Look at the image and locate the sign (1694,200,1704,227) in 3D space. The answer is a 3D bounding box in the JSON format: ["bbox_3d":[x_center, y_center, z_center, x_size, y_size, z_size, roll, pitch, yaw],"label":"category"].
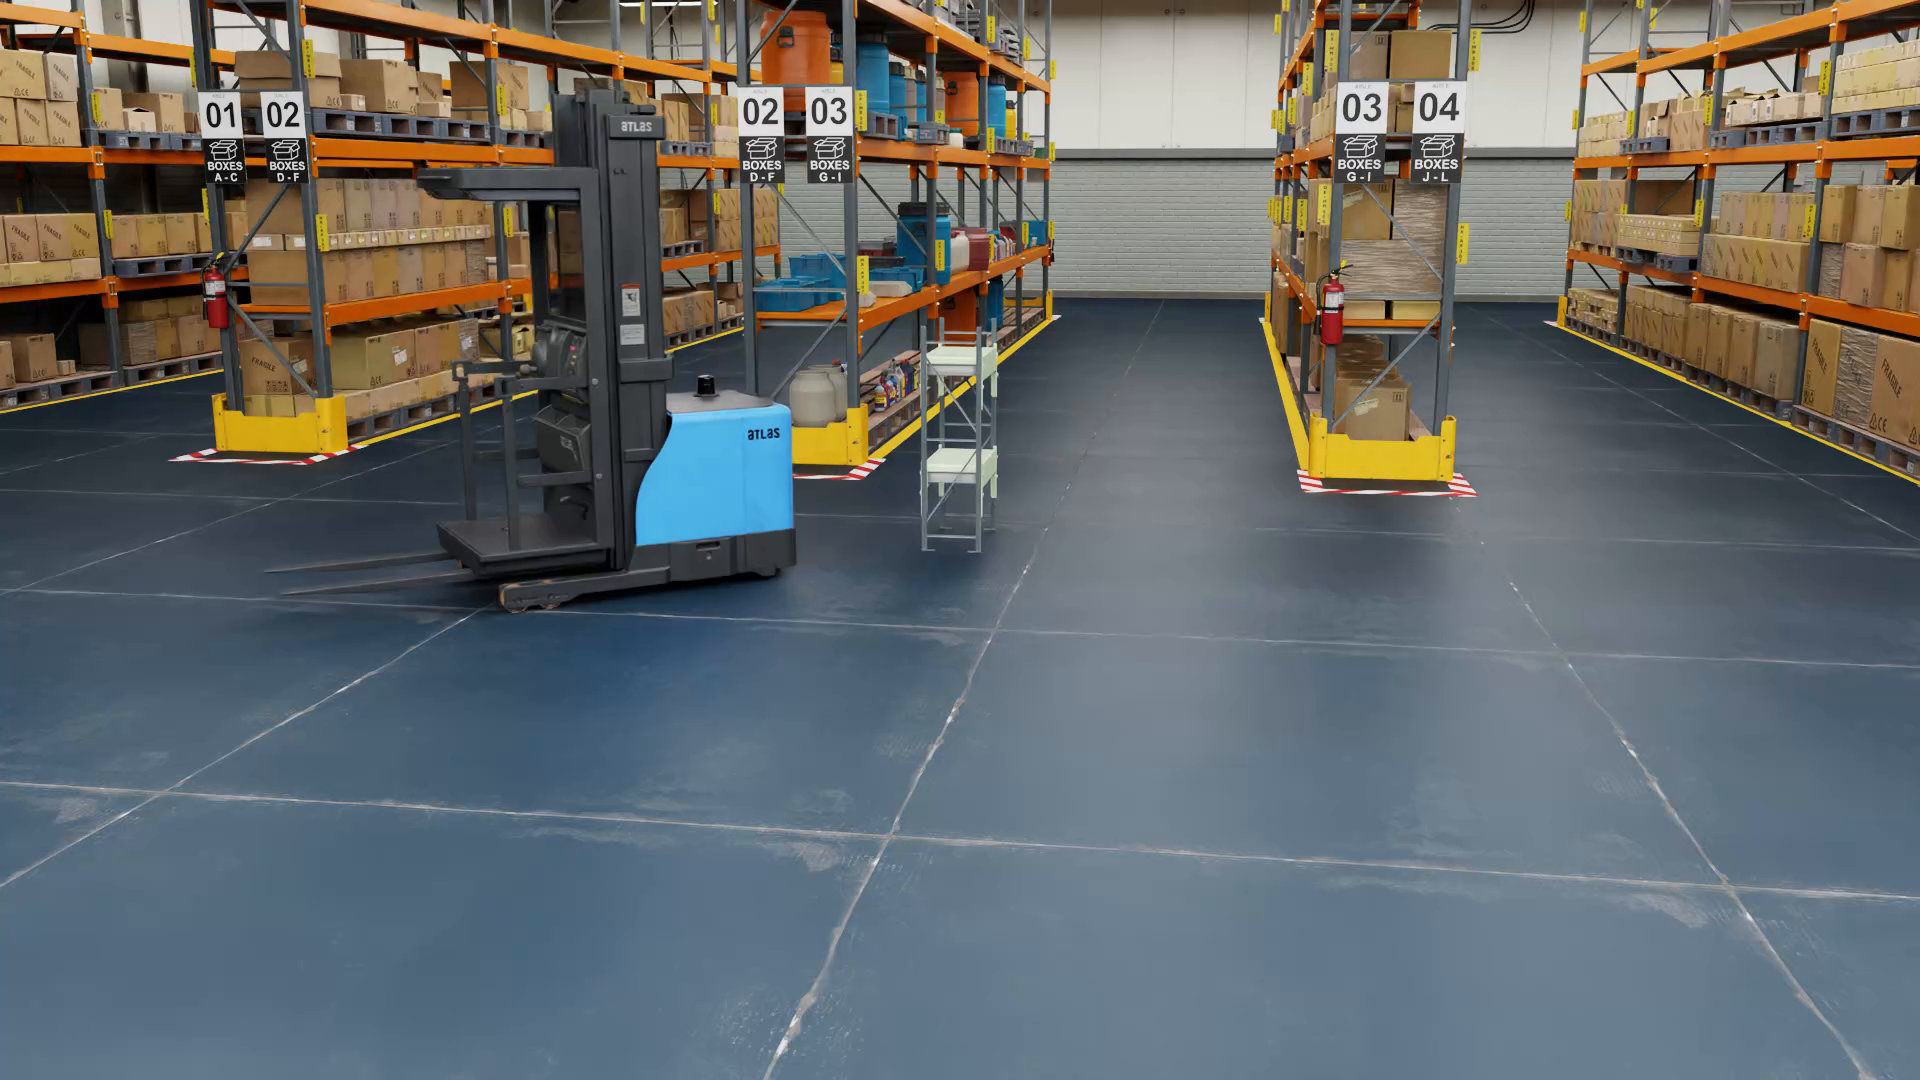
[{"bbox_3d":[9.097,-4.018,20.458,0.100,0.325,0.005,2,12,9],"label":"sign"}]

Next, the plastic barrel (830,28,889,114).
[{"bbox_3d":[-1.019,-4.698,16.865,0.600,0.901,0.708,2,12,9],"label":"plastic barrel"}]

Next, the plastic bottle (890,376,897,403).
[{"bbox_3d":[-0.689,-1.535,16.929,0.097,0.271,0.097,0,12,0],"label":"plastic bottle"}]

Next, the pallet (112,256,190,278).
[{"bbox_3d":[-10.288,-3.366,20.450,1.003,0.211,1.213,2,12,9],"label":"pallet"}]

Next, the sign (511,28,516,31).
[{"bbox_3d":[-8.170,-9.211,30.470,0.100,0.325,0.005,2,12,9],"label":"sign"}]

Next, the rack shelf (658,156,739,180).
[{"bbox_3d":[-4.116,-6.342,28.391,1.077,0.370,4.000,2,12,9],"label":"rack shelf"}]

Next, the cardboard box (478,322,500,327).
[{"bbox_3d":[-5.801,-2.483,20.096,0.500,0.311,0.500,2,12,10],"label":"cardboard box"}]

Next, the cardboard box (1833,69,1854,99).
[{"bbox_3d":[8.668,-4.342,15.819,0.500,0.250,0.500,2,12,9],"label":"cardboard box"}]

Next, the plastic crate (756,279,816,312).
[{"bbox_3d":[-1.594,-2.193,14.904,0.499,0.251,0.616,2,12,9],"label":"plastic crate"}]

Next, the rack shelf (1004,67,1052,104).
[{"bbox_3d":[0.778,-7.452,27.369,1.077,0.370,4.000,2,12,9],"label":"rack shelf"}]

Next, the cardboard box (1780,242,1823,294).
[{"bbox_3d":[8.835,-2.809,17.169,0.500,0.500,0.500,2,12,8],"label":"cardboard box"}]

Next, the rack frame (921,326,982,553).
[{"bbox_3d":[-0.057,-0.656,10.975,0.400,1.500,0.023,2,12,9],"label":"rack frame"}]

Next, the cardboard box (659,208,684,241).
[{"bbox_3d":[-4.717,-4.974,26.220,0.700,0.500,0.500,-2,12,-10],"label":"cardboard box"}]

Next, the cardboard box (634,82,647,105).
[{"bbox_3d":[-4.809,-6.286,23.809,0.500,0.500,0.500,2,12,9],"label":"cardboard box"}]

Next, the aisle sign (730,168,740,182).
[{"bbox_3d":[-4.088,-6.939,30.399,0.394,0.787,0.004,2,12,9],"label":"aisle sign"}]

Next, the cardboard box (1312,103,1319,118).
[{"bbox_3d":[3.779,-4.355,16.869,0.380,0.149,0.250,2,12,7],"label":"cardboard box"}]

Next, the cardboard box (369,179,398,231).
[{"bbox_3d":[-6.024,-3.319,16.457,0.700,0.500,0.500,2,12,9],"label":"cardboard box"}]

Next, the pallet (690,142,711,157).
[{"bbox_3d":[-4.593,-6.052,25.784,1.213,0.211,1.003,2,12,9],"label":"pallet"}]

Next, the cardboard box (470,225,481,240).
[{"bbox_3d":[-5.524,-3.397,18.360,0.380,0.149,0.250,2,12,7],"label":"cardboard box"}]

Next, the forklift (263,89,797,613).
[{"bbox_3d":[-2.561,-1.140,9.827,3.031,2.935,1.130,-7,14,-29],"label":"forklift"}]

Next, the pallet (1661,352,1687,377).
[{"bbox_3d":[9.756,-2.275,21.548,1.003,0.211,1.213,2,12,9],"label":"pallet"}]

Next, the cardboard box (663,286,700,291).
[{"bbox_3d":[-4.616,-3.932,27.509,0.500,0.500,0.500,2,12,9],"label":"cardboard box"}]

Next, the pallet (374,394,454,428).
[{"bbox_3d":[-6.003,-1.364,17.322,1.003,0.211,1.213,2,12,9],"label":"pallet"}]

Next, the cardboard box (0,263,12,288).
[{"bbox_3d":[-10.546,-2.820,17.769,0.500,0.250,0.500,2,12,9],"label":"cardboard box"}]

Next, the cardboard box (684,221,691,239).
[{"bbox_3d":[-4.600,-4.973,27.210,0.500,0.500,0.500,2,12,10],"label":"cardboard box"}]

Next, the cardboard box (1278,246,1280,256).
[{"bbox_3d":[5.088,-4.441,25.576,0.380,0.149,0.250,2,12,9],"label":"cardboard box"}]

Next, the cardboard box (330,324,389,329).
[{"bbox_3d":[-6.263,-1.975,17.288,0.500,0.500,0.500,2,12,9],"label":"cardboard box"}]

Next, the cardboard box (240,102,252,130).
[{"bbox_3d":[-9.918,-5.970,23.672,0.700,0.500,0.500,1,12,4],"label":"cardboard box"}]

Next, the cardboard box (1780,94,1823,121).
[{"bbox_3d":[8.992,-4.554,17.506,0.500,0.250,0.500,2,12,8],"label":"cardboard box"}]

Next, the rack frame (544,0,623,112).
[{"bbox_3d":[-5.039,-6.911,22.203,1.000,3.000,0.127,2,12,9],"label":"rack frame"}]

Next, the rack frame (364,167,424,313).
[{"bbox_3d":[-9.319,-4.971,27.440,1.000,3.000,0.127,2,12,9],"label":"rack frame"}]

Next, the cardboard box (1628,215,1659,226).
[{"bbox_3d":[9.656,-4.503,23.454,0.380,0.149,0.250,2,12,9],"label":"cardboard box"}]

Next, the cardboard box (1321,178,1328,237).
[{"bbox_3d":[3.430,-2.902,14.520,0.500,0.500,0.500,2,12,9],"label":"cardboard box"}]

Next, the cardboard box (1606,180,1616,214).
[{"bbox_3d":[10.129,-5.205,25.211,0.500,0.500,0.500,1,12,7],"label":"cardboard box"}]

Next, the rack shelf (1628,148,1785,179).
[{"bbox_3d":[9.942,-5.006,22.191,1.077,0.370,4.000,2,12,9],"label":"rack shelf"}]

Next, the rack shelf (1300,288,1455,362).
[{"bbox_3d":[3.826,-2.056,15.623,1.077,0.370,4.000,2,12,9],"label":"rack shelf"}]

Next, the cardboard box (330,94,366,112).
[{"bbox_3d":[-5.914,-4.170,15.869,0.380,0.149,0.250,2,12,9],"label":"cardboard box"}]

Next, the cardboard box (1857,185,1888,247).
[{"bbox_3d":[8.740,-2.942,15.105,0.875,0.550,0.550,2,12,9],"label":"cardboard box"}]

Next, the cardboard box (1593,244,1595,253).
[{"bbox_3d":[10.302,-4.635,26.475,0.380,0.149,0.250,2,12,11],"label":"cardboard box"}]

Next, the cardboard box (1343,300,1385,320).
[{"bbox_3d":[3.359,-1.935,13.948,0.380,0.149,0.250,2,12,9],"label":"cardboard box"}]

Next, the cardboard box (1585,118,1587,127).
[{"bbox_3d":[10.590,-6.913,27.553,0.380,0.149,0.250,2,12,8],"label":"cardboard box"}]

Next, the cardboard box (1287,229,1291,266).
[{"bbox_3d":[4.663,-3.920,22.327,0.500,0.500,0.500,2,12,8],"label":"cardboard box"}]

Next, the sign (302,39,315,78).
[{"bbox_3d":[-5.722,-4.227,14.602,0.100,0.325,0.005,2,12,9],"label":"sign"}]

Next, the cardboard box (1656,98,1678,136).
[{"bbox_3d":[9.882,-5.713,22.519,0.797,0.503,0.637,2,12,8],"label":"cardboard box"}]

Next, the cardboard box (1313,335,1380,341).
[{"bbox_3d":[4.342,-2.043,18.744,0.700,0.500,0.500,2,12,8],"label":"cardboard box"}]

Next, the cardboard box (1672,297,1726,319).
[{"bbox_3d":[9.481,-2.976,21.339,0.500,0.250,0.500,2,12,7],"label":"cardboard box"}]

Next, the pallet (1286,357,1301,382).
[{"bbox_3d":[4.627,-2.131,20.882,1.003,0.211,1.213,2,12,9],"label":"pallet"}]

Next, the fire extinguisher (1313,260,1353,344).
[{"bbox_3d":[3.046,-1.945,13.582,0.296,0.674,0.183,2,12,9],"label":"fire extinguisher"}]

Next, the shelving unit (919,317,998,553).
[{"bbox_3d":[-0.001,-0.732,11.329,0.431,1.500,0.755,2,12,9],"label":"shelving unit"}]

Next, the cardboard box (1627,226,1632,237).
[{"bbox_3d":[9.657,-4.361,23.502,0.380,0.149,0.250,2,12,10],"label":"cardboard box"}]

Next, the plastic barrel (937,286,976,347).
[{"bbox_3d":[-0.087,-3.064,22.747,0.600,0.830,0.708,2,12,9],"label":"plastic barrel"}]

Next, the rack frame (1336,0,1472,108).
[{"bbox_3d":[3.519,-4.924,12.983,1.000,3.000,0.127,2,12,9],"label":"rack frame"}]

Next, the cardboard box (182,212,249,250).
[{"bbox_3d":[-10.056,-4.187,22.520,0.700,0.500,0.500,1,12,3],"label":"cardboard box"}]

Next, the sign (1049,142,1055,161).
[{"bbox_3d":[1.632,-6.884,29.443,0.100,0.325,0.005,2,12,9],"label":"sign"}]

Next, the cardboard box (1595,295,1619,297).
[{"bbox_3d":[10.322,-3.815,26.434,0.380,0.149,0.250,2,12,9],"label":"cardboard box"}]
